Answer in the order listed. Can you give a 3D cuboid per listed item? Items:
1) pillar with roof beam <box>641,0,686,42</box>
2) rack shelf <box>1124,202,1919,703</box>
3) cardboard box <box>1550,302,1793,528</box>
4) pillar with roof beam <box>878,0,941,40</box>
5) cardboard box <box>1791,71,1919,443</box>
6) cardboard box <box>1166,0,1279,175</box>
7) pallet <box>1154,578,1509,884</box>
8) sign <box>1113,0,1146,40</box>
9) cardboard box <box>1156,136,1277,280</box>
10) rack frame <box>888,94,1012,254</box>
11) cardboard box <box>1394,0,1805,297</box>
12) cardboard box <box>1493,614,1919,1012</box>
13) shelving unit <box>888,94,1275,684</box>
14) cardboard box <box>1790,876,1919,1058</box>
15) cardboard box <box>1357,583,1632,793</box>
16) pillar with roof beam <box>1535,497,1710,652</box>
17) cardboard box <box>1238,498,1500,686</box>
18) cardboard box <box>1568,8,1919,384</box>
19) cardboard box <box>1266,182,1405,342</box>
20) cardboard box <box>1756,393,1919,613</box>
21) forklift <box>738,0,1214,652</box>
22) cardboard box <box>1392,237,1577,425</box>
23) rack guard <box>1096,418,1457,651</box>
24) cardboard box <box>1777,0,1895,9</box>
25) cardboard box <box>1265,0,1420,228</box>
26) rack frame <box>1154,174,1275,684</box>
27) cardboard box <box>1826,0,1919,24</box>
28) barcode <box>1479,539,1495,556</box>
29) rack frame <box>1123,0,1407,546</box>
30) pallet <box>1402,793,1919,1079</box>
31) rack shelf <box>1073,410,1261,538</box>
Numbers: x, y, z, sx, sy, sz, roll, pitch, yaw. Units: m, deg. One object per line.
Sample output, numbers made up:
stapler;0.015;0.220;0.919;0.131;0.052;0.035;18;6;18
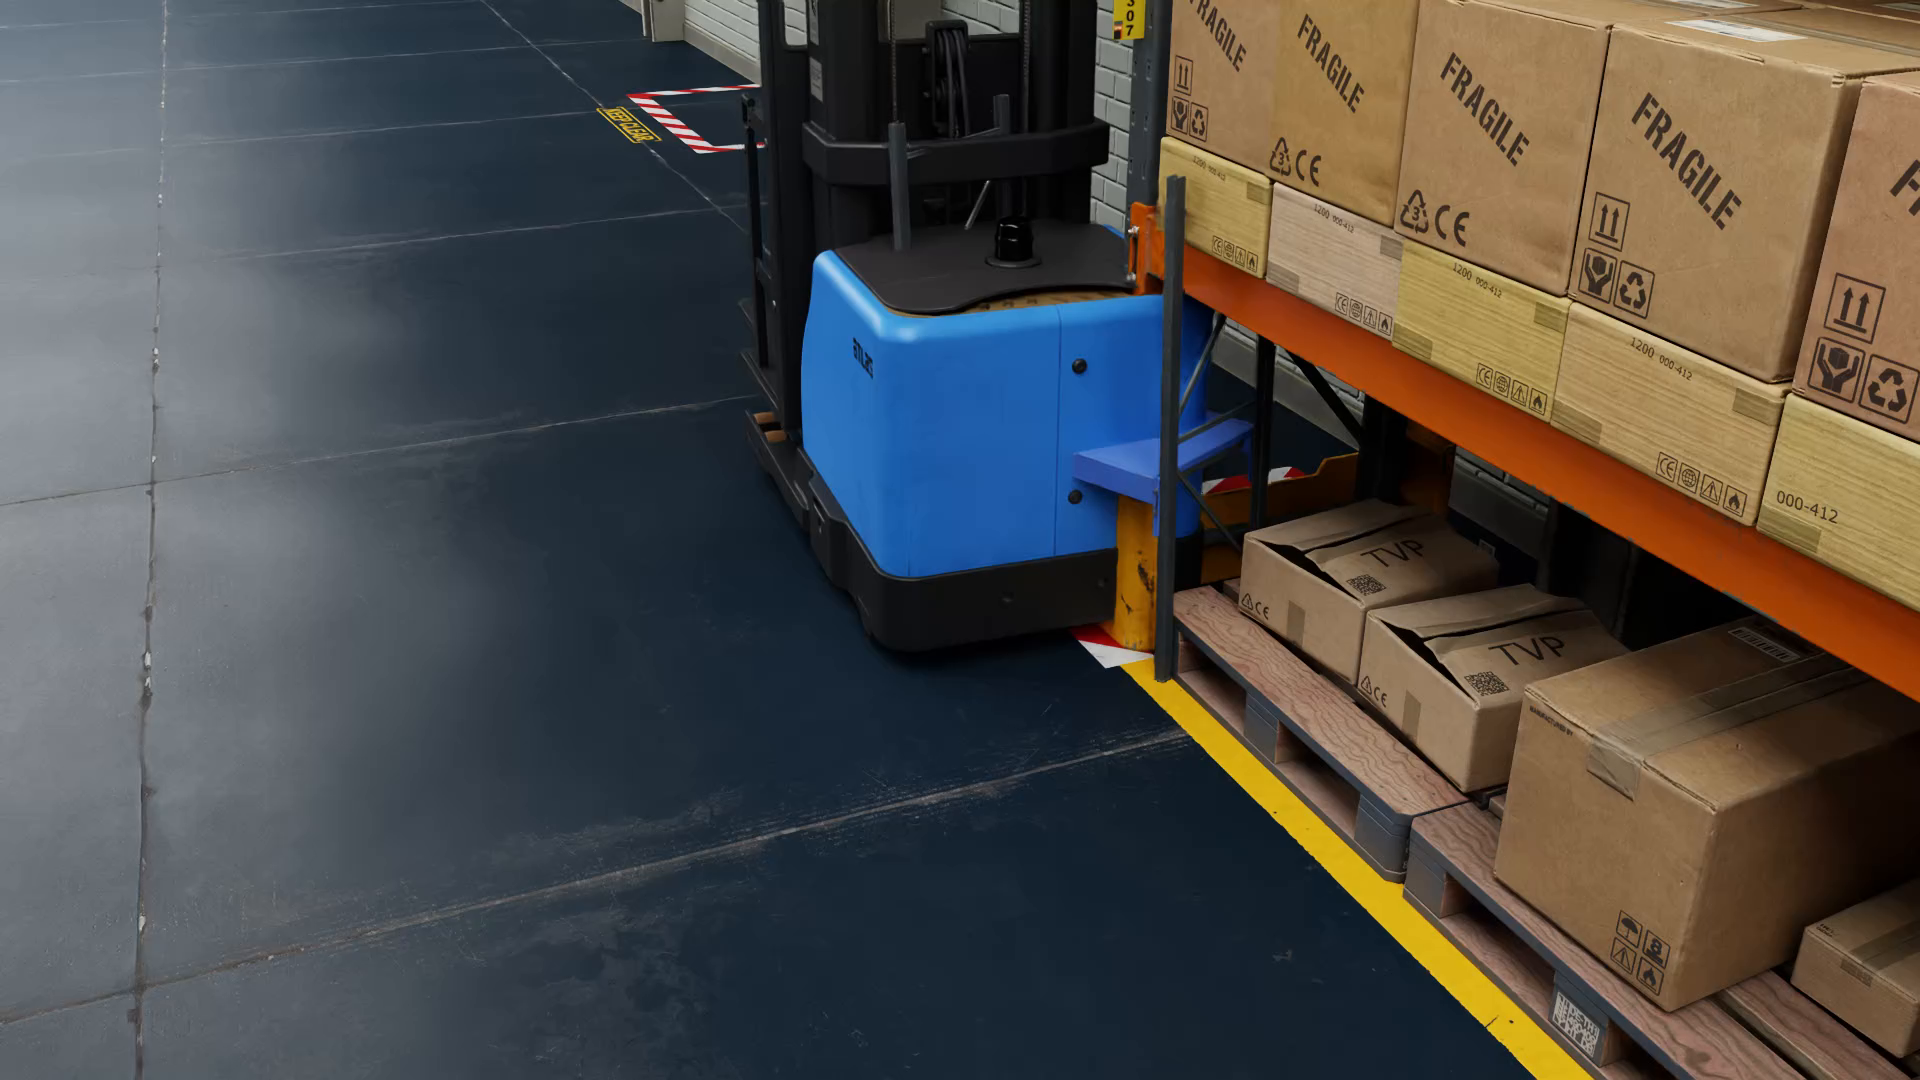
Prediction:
pillar with roof beam;-6.635;-7.867;11.606;9.100;9.000;0.400;-11;28;-21
rack shelf;1.739;-0.070;3.294;1.077;0.370;4.000;-11;28;-21
cardboard box;1.461;-0.272;3.037;0.500;0.250;0.500;-10;28;-20
pillar with roof beam;-4.285;-5.445;6.645;9.100;9.000;0.400;-11;28;-21
cardboard box;1.665;-0.408;2.459;0.500;0.500;0.500;-11;28;-22
cardboard box;0.866;-1.235;4.153;0.500;0.500;0.500;-11;28;-21
pallet;1.271;0.417;4.655;1.003;0.211;1.213;-11;28;-21
sign;0.457;-1.496;4.409;0.100;0.325;0.005;-11;28;-21
cardboard box;0.855;-0.891;4.303;0.500;0.250;0.500;-11;28;-22
rack frame;-0.004;-0.630;5.351;0.032;1.500;0.500;22;35;39
cardboard box;1.247;-0.824;3.312;0.500;0.500;0.500;-12;28;-22
cardboard box;1.609;0.555;3.543;0.700;0.500;0.500;-12;29;-24
shelving unit;0.364;-0.483;5.033;1.048;1.500;0.538;22;35;39
cardboard box;1.914;0.849;3.341;0.380;0.149;0.250;-13;29;-25
cardboard box;1.367;0.335;4.208;0.500;0.311;0.500;-8;27;-16
pillar with roof beam;-1.935;-3.023;1.684;9.100;9.000;0.400;-11;28;-21
cardboard box;1.144;0.105;4.680;0.500;0.311;0.500;-14;29;-26
cardboard box;1.460;-0.617;2.889;0.500;0.500;0.500;-10;28;-19
cardboard box;1.071;-0.683;3.879;0.500;0.250;0.500;-11;28;-22
cardboard box;1.659;-0.069;2.621;0.500;0.250;0.500;-11;28;-21
forklift;-0.192;-1.612;5.711;1.130;2.935;3.031;-8;27;-16
cardboard box;1.265;-0.477;3.456;0.500;0.250;0.500;-11;28;-21
rack guard;0.986;-0.047;5.276;1.175;0.500;0.348;-11;28;-21
cardboard box;1.731;-0.912;3.493;0.500;0.500;0.500;-11;28;-22
cardboard box;1.051;-1.033;3.741;0.500;0.500;0.500;-10;28;-20
rack frame;0.731;-0.335;4.714;0.032;1.500;0.500;22;35;39
cardboard box;1.928;-0.709;3.077;0.500;0.500;0.500;-10;28;-20
barcode;1.519;0.039;4.803;0.001;0.075;0.075;-11;28;-21
rack frame;0.956;-1.200;4.790;1.000;3.000;0.127;-11;28;-21
pallet;1.745;0.909;3.648;1.003;0.211;1.213;-11;28;-21
rack shelf;0.370;-0.322;5.114;1.000;0.185;0.538;22;35;39
